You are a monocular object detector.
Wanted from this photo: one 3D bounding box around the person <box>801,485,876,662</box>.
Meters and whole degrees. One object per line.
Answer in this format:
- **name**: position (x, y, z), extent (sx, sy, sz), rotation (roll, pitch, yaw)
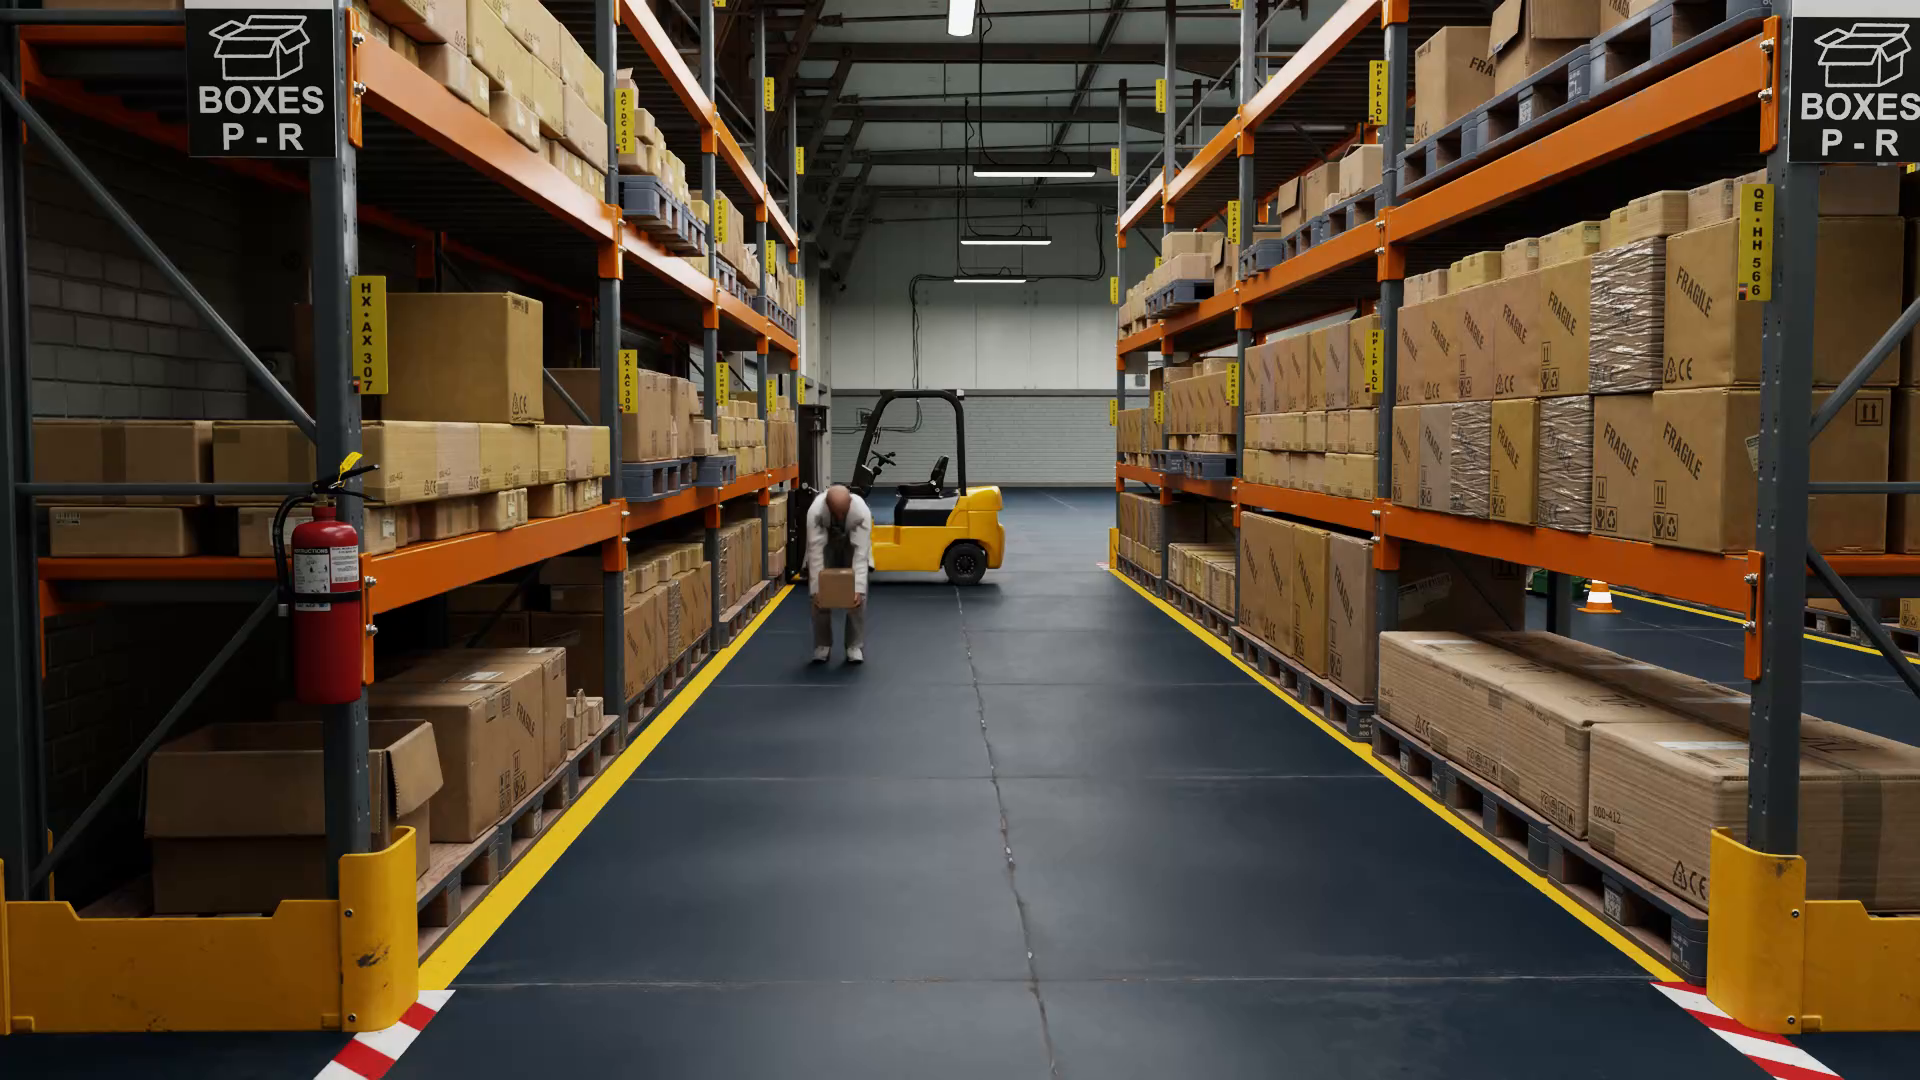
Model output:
- **person**: position (-0.889, 0.246, 12.040), extent (0.550, 1.310, 0.913), rotation (0, 4, -2)
